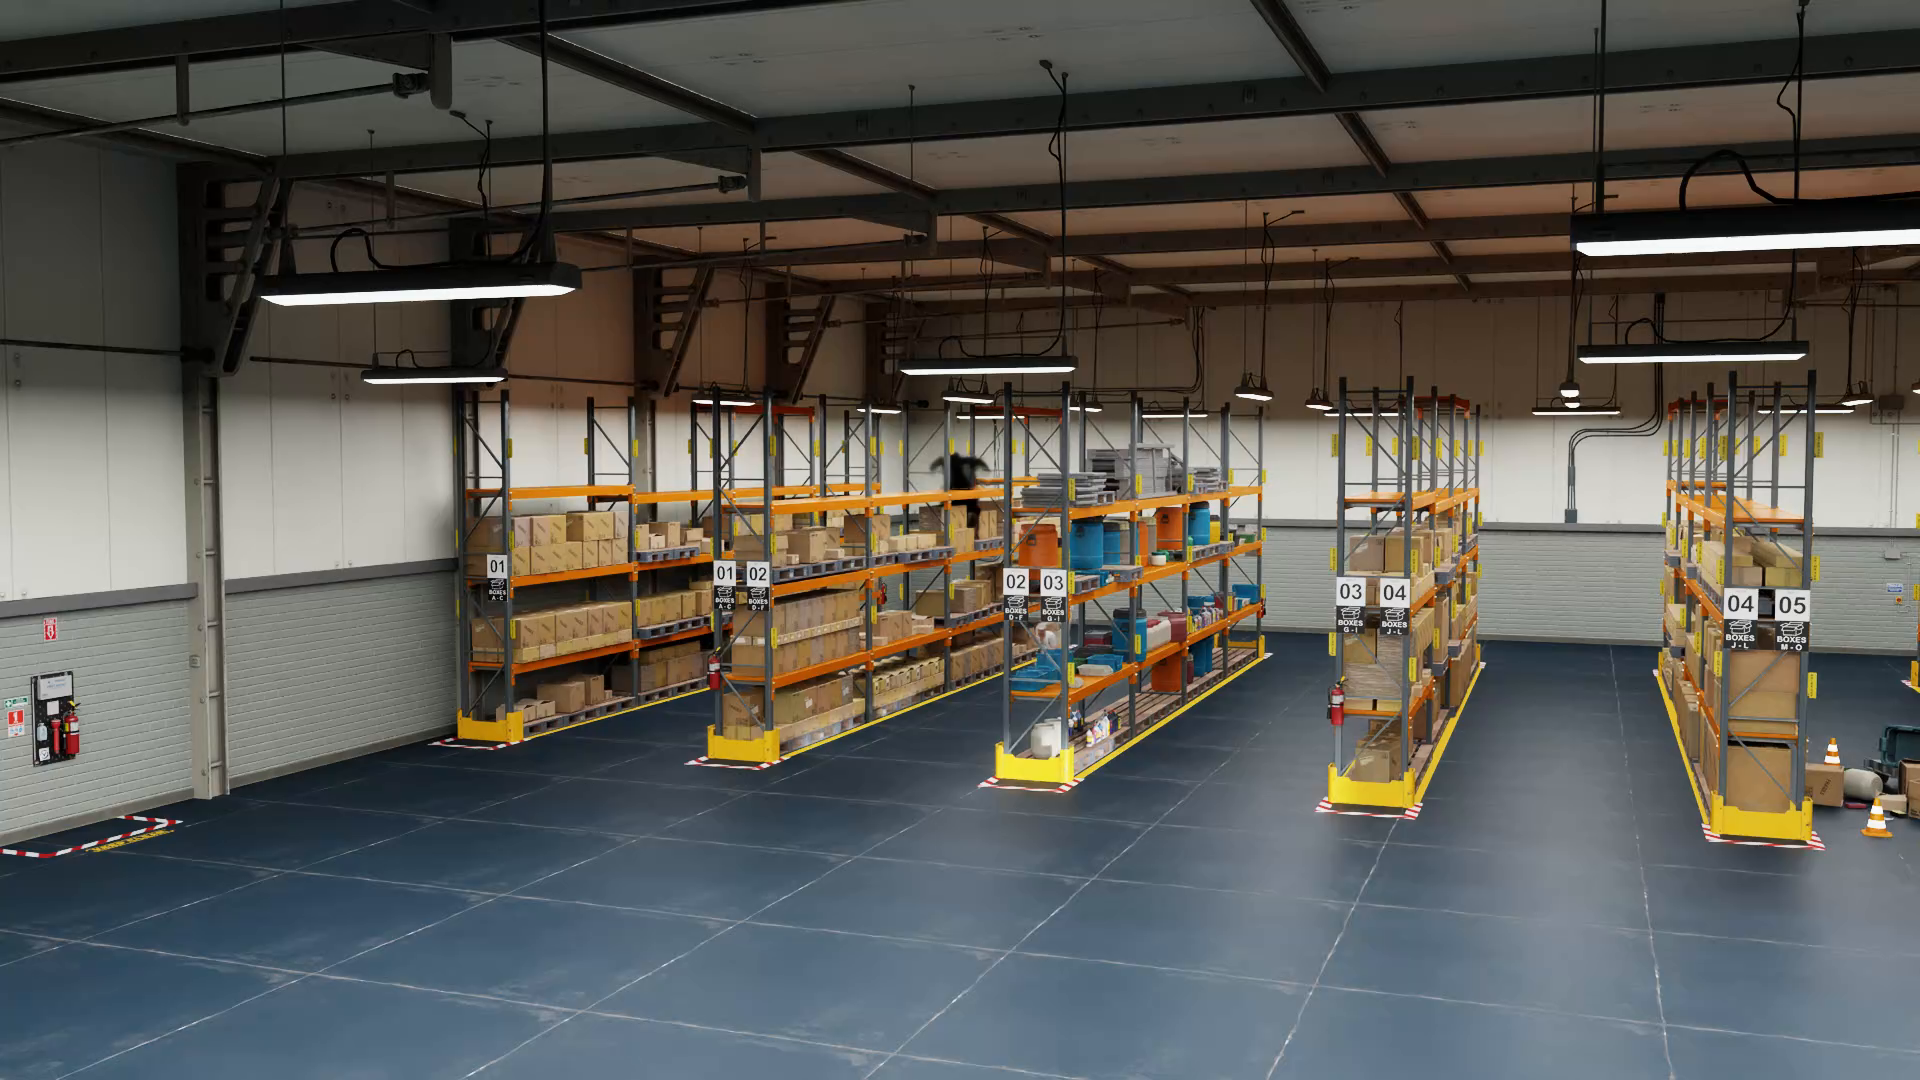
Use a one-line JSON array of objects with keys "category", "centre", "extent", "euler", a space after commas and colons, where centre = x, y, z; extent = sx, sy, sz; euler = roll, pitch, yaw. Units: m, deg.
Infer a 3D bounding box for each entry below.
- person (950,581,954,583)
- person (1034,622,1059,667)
[{"category": "person", "centre": [-0.269, 1.885, 40.664], "extent": [0.682, 1.789, 0.723], "euler": [1, 3, 14]}, {"category": "person", "centre": [1.806, 2.383, 33.736], "extent": [0.666, 1.554, 1.174], "euler": [2, 4, 31]}]
